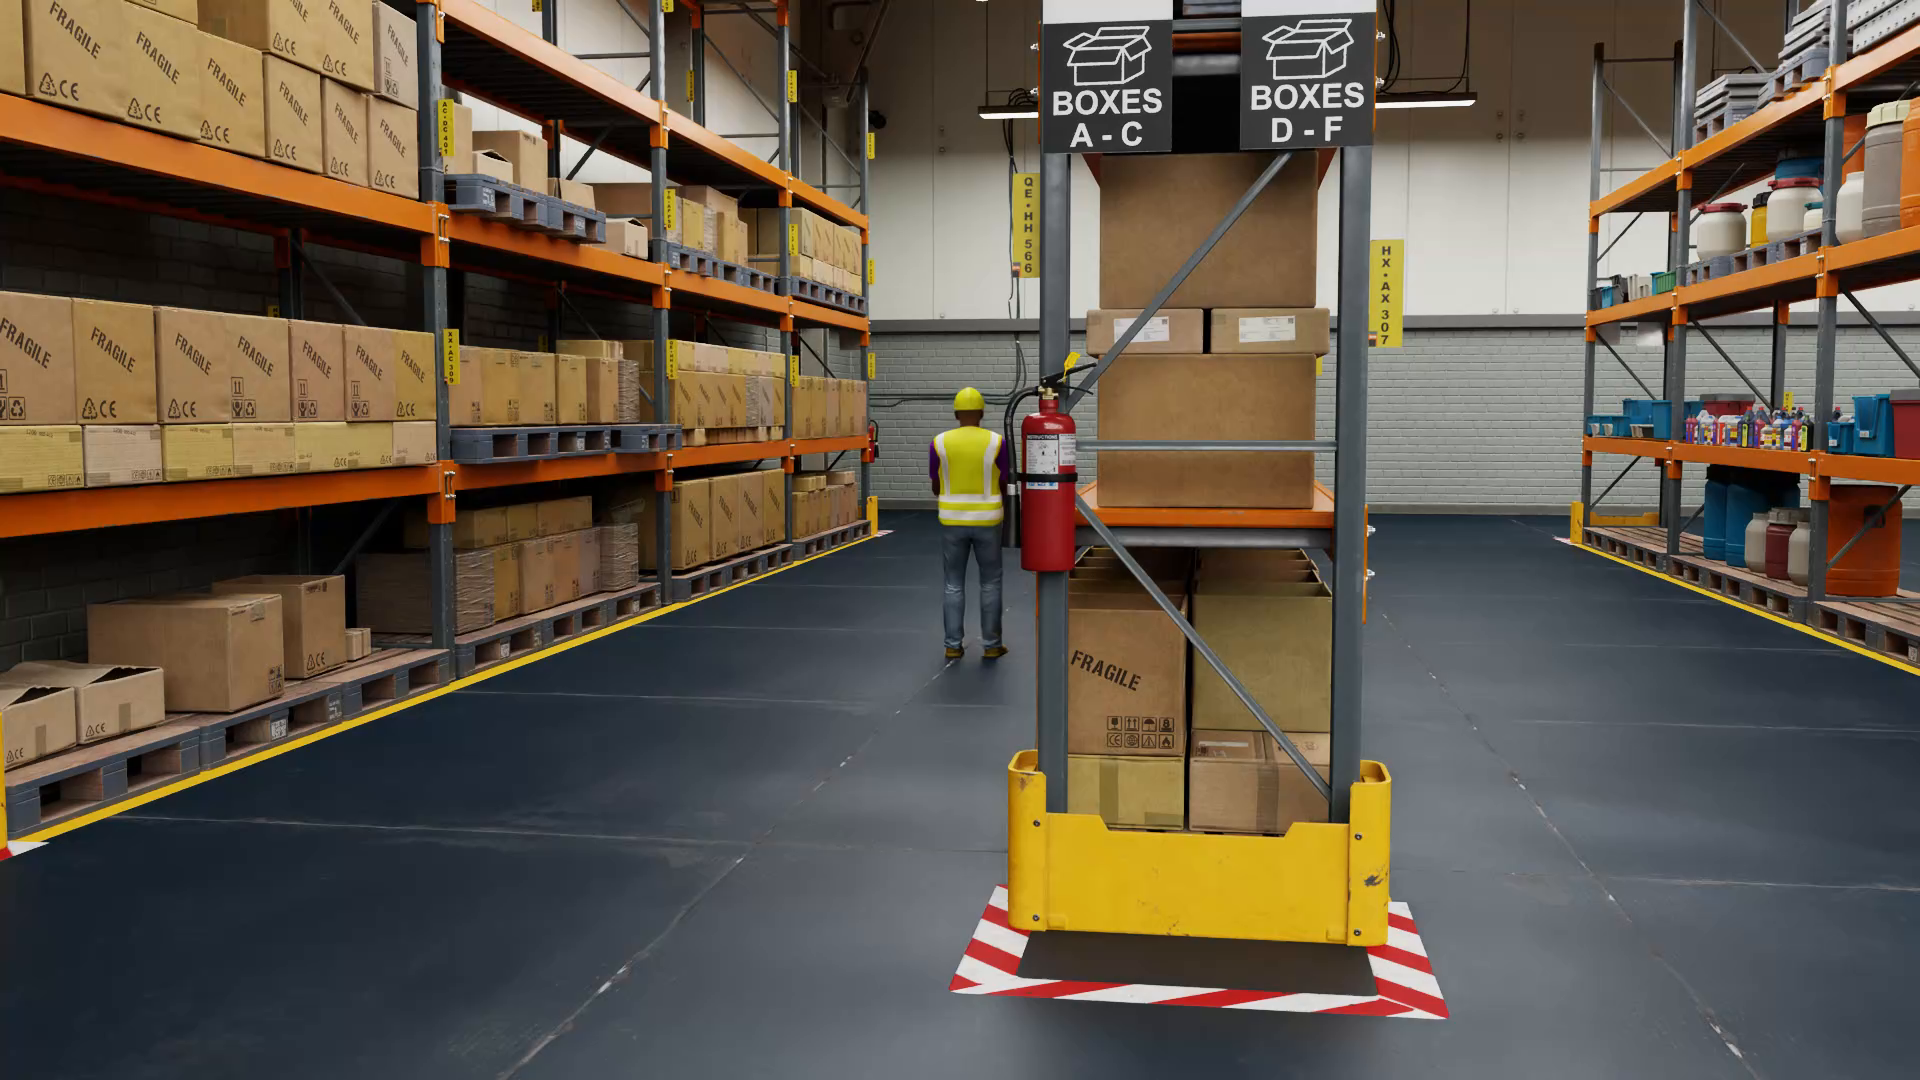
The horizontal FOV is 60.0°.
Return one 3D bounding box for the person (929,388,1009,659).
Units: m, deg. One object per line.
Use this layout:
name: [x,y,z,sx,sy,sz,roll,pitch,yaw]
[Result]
person: [0.084,-0.118,10.995,0.548,1.770,0.541,1,4,9]
